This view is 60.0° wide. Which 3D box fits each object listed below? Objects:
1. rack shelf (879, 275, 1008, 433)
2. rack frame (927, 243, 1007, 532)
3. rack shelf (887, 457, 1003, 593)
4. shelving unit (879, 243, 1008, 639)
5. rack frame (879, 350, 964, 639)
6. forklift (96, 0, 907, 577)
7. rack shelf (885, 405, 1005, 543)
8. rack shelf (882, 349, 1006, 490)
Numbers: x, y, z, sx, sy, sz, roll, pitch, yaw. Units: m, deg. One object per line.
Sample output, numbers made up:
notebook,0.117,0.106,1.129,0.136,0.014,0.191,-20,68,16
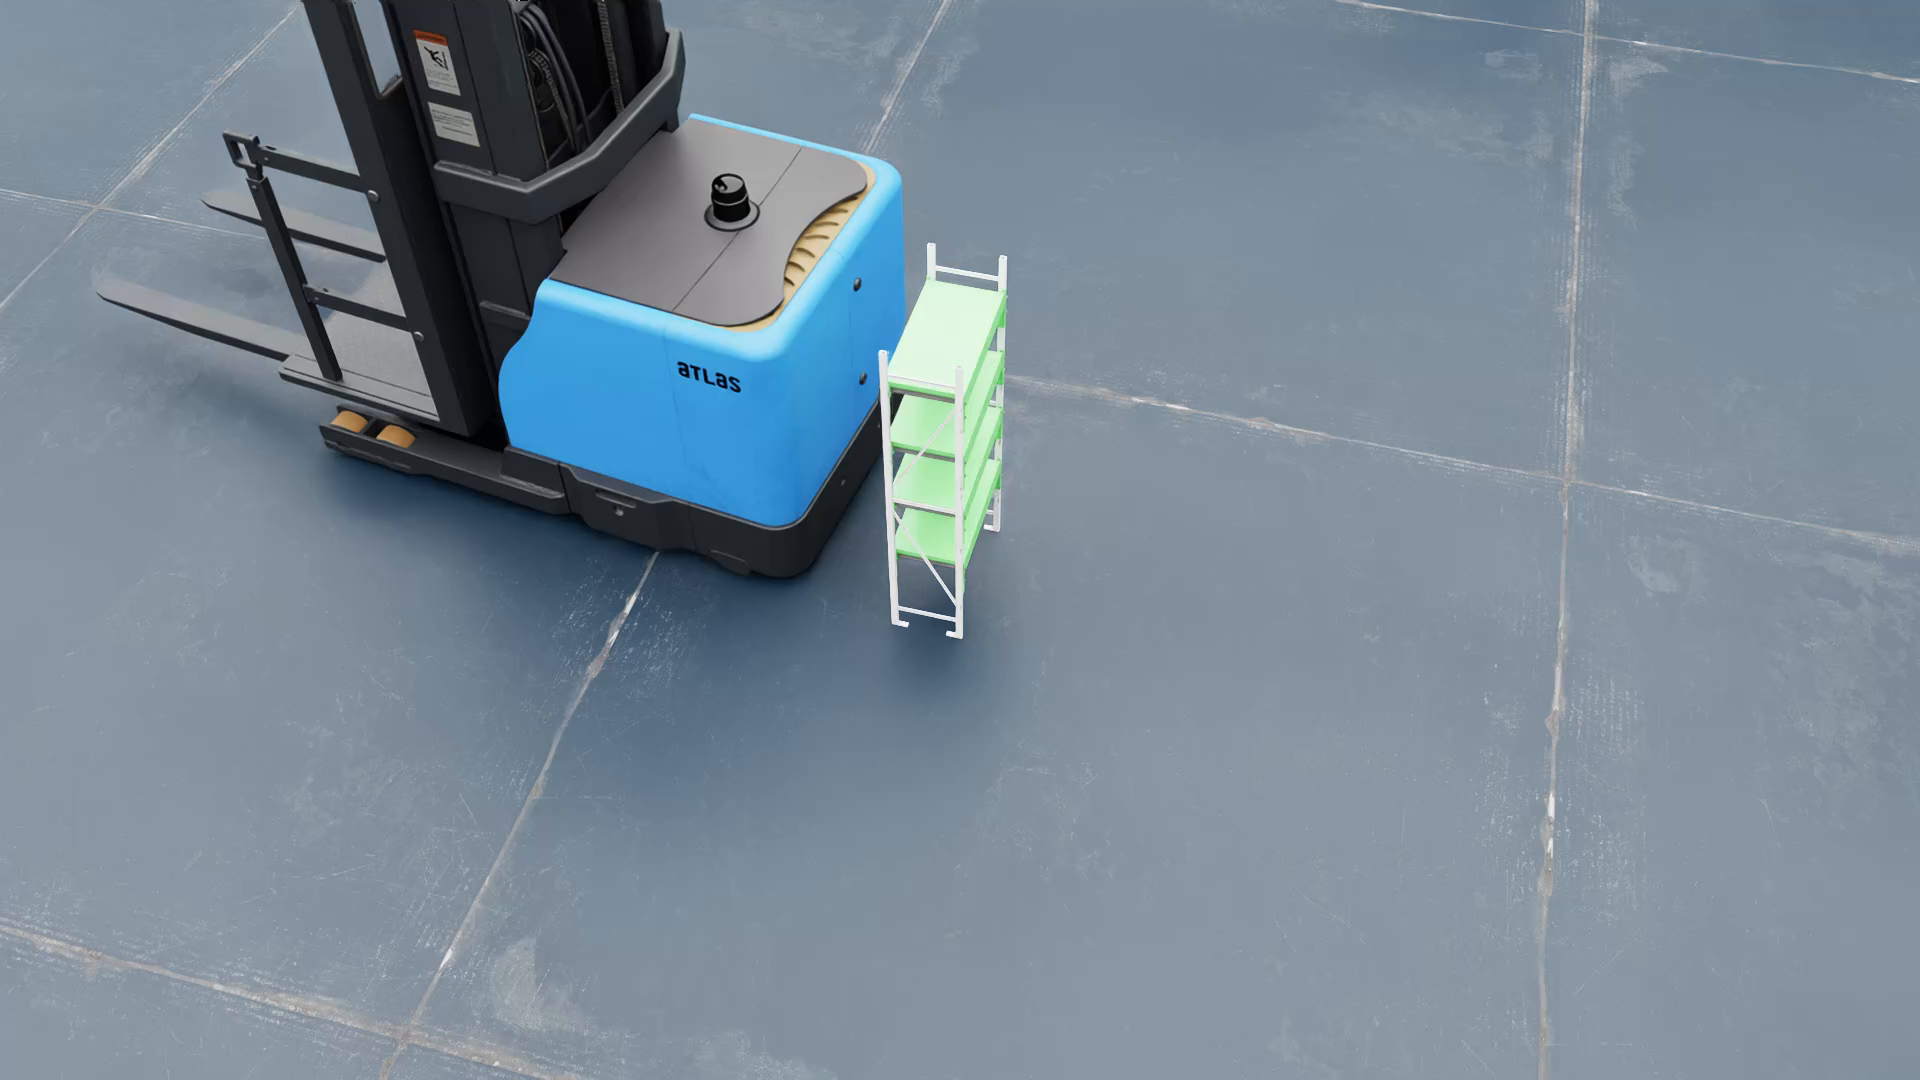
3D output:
rack shelf,-0.044,-0.553,4.883,0.258,0.148,0.480,12,50,10
rack frame,0.021,-0.454,5.350,0.240,1.200,0.015,12,50,10
rack shelf,-0.044,-0.076,5.422,0.258,0.148,0.480,12,50,10
shelving unit,-0.044,-0.277,5.194,0.258,1.200,0.503,12,50,10
rack frame,-0.108,-0.101,5.039,0.240,1.200,0.015,12,50,10
forklift,-1.742,-1.565,5.177,3.031,2.935,1.130,17,51,14
rack shelf,-0.044,-0.235,5.242,0.258,0.148,0.480,12,50,10
rack shelf,-0.044,-0.394,5.062,0.258,0.148,0.480,12,50,10
